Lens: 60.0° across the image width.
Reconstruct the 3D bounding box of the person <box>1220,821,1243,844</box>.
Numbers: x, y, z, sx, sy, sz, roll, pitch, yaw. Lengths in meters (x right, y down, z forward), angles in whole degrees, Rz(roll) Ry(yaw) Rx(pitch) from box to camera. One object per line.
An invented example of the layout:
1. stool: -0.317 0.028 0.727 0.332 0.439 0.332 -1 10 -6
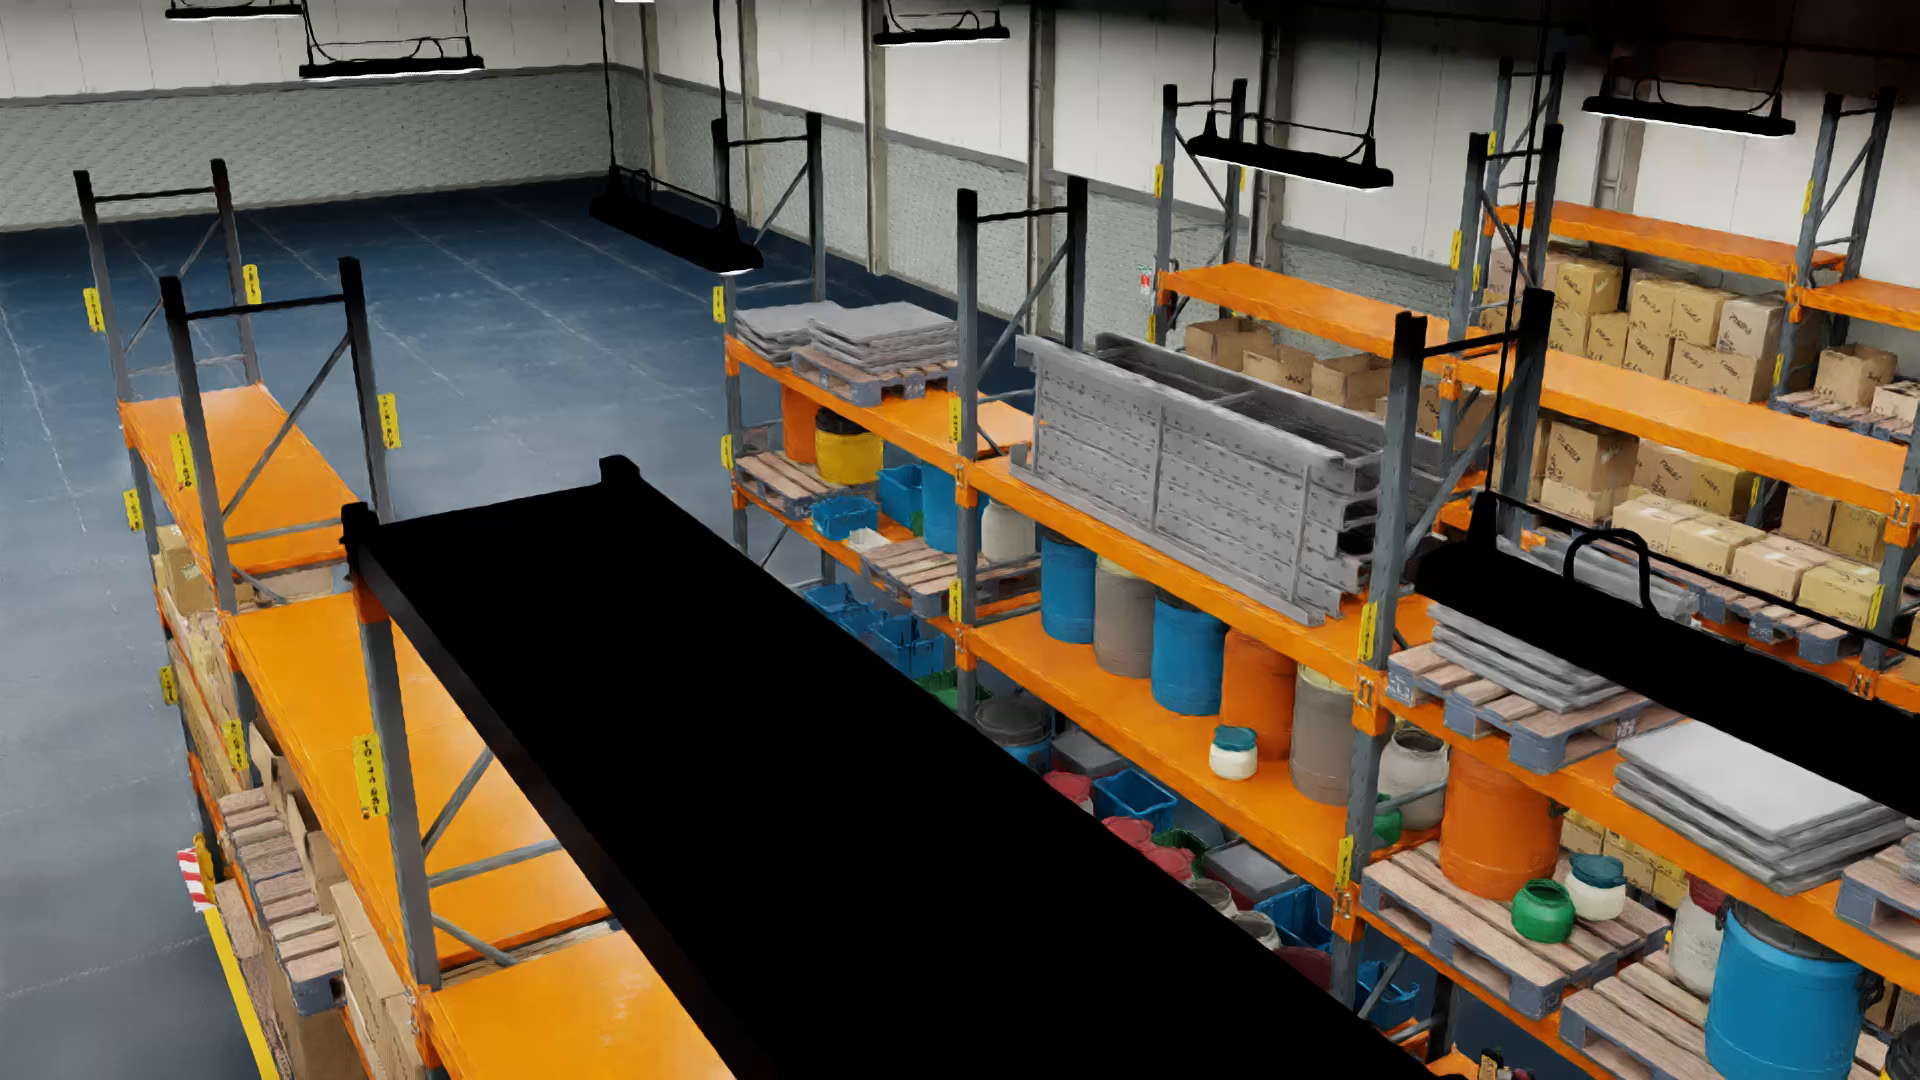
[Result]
1. person: 2.284 2.213 13.698 0.476 1.598 1.003 -9 24 -21
